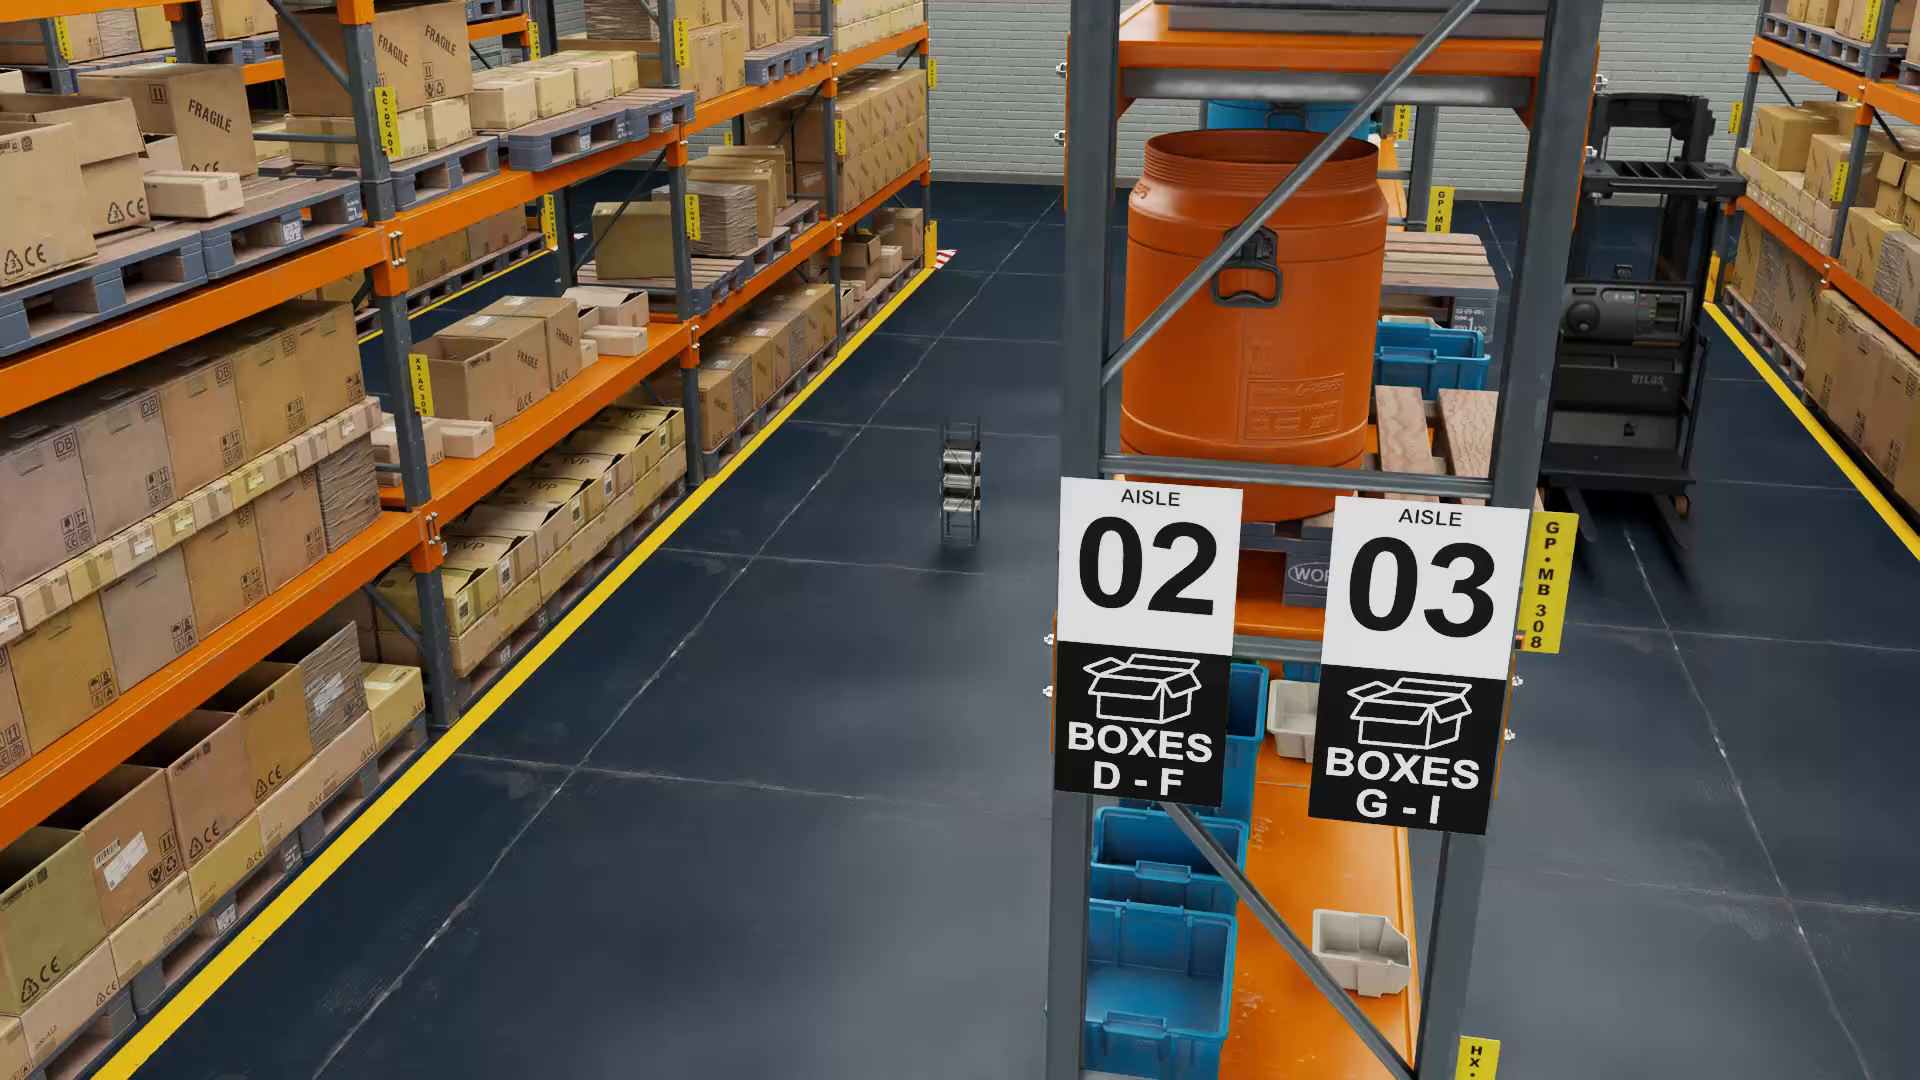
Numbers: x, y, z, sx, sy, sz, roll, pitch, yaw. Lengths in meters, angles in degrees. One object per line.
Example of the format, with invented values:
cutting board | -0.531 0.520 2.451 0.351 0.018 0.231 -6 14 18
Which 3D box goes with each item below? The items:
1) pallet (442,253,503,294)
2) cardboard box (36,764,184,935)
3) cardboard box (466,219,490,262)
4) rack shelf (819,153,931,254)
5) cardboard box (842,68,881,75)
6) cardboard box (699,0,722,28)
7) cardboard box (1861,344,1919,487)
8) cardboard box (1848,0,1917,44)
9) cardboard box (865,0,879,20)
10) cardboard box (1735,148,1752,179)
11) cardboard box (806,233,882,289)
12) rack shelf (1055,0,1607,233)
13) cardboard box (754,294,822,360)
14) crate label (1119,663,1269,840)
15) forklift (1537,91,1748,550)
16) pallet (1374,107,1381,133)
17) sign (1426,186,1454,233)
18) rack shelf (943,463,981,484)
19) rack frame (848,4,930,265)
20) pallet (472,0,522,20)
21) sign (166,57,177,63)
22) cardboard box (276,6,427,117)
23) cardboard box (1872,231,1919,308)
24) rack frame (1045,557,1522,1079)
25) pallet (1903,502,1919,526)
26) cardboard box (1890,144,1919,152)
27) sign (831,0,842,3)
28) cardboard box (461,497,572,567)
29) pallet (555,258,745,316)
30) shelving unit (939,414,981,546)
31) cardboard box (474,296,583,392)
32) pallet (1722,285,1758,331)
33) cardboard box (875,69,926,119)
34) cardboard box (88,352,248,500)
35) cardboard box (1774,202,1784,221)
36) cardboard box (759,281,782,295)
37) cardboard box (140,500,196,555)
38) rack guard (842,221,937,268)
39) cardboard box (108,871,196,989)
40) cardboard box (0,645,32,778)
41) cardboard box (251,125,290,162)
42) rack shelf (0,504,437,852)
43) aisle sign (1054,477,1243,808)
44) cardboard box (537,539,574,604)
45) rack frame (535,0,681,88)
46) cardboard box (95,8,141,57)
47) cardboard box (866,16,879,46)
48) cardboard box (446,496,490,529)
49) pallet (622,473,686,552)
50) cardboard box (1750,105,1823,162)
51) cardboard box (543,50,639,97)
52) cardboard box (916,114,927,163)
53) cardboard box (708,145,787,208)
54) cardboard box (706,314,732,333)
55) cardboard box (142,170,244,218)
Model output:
pallet | -6.051 -3.125 19.332 1.003 0.211 1.213 4 22 11
cardboard box | -3.611 1.252 6.843 0.500 0.500 0.500 4 22 11
cardboard box | -5.962 -3.567 19.479 0.700 0.500 0.500 4 22 9
rack shelf | -1.271 -3.721 18.040 1.077 0.370 4.000 4 22 11
cardboard box | -1.212 -5.154 19.163 0.500 0.500 0.500 5 23 13
cardboard box | -2.192 -4.294 13.013 0.500 0.500 0.500 4 22 11
cardboard box | 7.552 -0.889 12.328 1.225 0.875 0.875 5 22 11
cardboard box | 8.119 -4.536 14.257 0.700 0.500 0.500 3 22 8
cardboard box | -1.123 -5.401 16.765 0.500 0.250 0.500 4 22 11
cardboard box | 8.472 -3.943 17.431 0.500 0.250 0.500 4 22 9
cardboard box | -1.301 -3.057 18.181 0.797 0.503 0.637 4 22 11
rack shelf | 1.129 -1.550 5.156 1.077 0.370 4.000 4 22 11
cardboard box | -1.609 -1.985 15.525 0.500 0.500 0.500 5 22 11
crate label | 0.831 0.734 5.968 0.502 0.435 0.616 4 22 11
forklift | 4.867 -1.672 12.082 1.130 2.935 3.031 4 22 11
pallet | 2.605 -3.057 11.667 1.003 0.211 1.213 4 22 11
sign | 2.073 -1.368 7.208 0.100 0.325 0.005 4 22 11
rack shelf | 0.002 -0.473 11.672 0.258 0.077 0.200 4 22 11
rack frame | -0.863 -4.786 19.722 1.000 3.000 0.127 4 22 11
pallet | -5.854 -6.240 19.437 1.003 0.211 1.213 4 22 11
sign | -3.845 -2.212 8.203 0.100 0.325 0.005 4 22 11
cardboard box | -3.147 -2.484 8.627 0.500 0.500 0.500 5 22 12
cardboard box | 7.475 -2.097 12.911 0.500 0.500 0.500 4 22 10
rack frame | 0.720 1.445 4.252 1.000 3.000 0.127 4 22 11
pallet | 7.436 -0.093 11.801 1.003 0.211 1.213 4 22 11
cardboard box | 8.366 -3.138 14.430 0.500 0.500 0.500 4 22 11
sign | -1.135 -5.096 15.257 0.100 0.325 0.005 4 22 11
cardboard box | -2.772 -0.081 10.407 0.500 0.311 0.500 4 22 9
pallet | -2.426 -2.024 13.122 1.213 0.211 1.003 4 22 11
shelving unit | 0.002 -0.420 11.693 0.258 0.900 0.210 4 22 11
cardboard box | -2.822 -1.292 10.912 0.500 0.500 0.500 3 22 8
pallet | 8.747 -2.438 17.623 1.003 0.211 1.213 4 22 11
cardboard box | -0.685 -5.112 19.060 0.500 0.500 0.500 4 22 10
cardboard box | -3.601 -0.515 7.246 0.700 0.500 0.500 4 22 11
cardboard box | 8.074 -3.150 15.995 0.380 0.149 0.250 5 22 12
cardboard box | -2.017 -2.209 16.081 0.500 0.500 0.500 3 22 8
cardboard box | -3.469 -0.067 7.003 0.380 0.149 0.250 5 23 13
rack guard | -0.879 -3.599 20.120 1.175 0.500 0.348 4 22 11
cardboard box | -3.600 1.601 6.981 0.500 0.250 0.500 4 22 11
cardboard box | -3.918 0.657 6.073 0.700 0.500 0.500 5 22 12
cardboard box | -6.592 -3.678 15.407 0.500 0.250 0.500 5 22 12
rack shelf | -3.720 0.668 7.143 1.077 0.370 4.000 4 22 11
aisle sign | 0.415 0.242 3.757 0.394 0.787 0.004 4 22 11
cardboard box | -2.778 0.178 10.514 0.500 0.250 0.500 4 22 9
rack frame | -2.496 -4.643 11.336 1.000 3.000 0.127 4 22 11
cardboard box | -7.246 -4.258 13.673 0.700 0.500 0.500 3 22 8
cardboard box | -1.128 -5.169 16.859 0.500 0.250 0.500 4 22 11
cardboard box | -3.306 -0.120 10.504 0.500 0.311 0.500 4 22 11
pallet | -2.702 -0.269 12.238 1.003 0.211 1.213 4 22 11
cardboard box | 8.370 -4.108 16.837 0.500 0.500 0.500 4 22 10
cardboard box | -2.533 -3.207 11.424 0.500 0.250 0.500 3 22 7
cardboard box | -0.688 -4.648 19.245 0.500 0.500 0.500 5 23 13
cardboard box | -1.995 -3.408 15.605 0.700 0.500 0.500 -3 22 -7
cardboard box | -2.322 -2.008 14.577 0.500 0.250 0.500 4 22 10
cardboard box | -3.290 -1.470 7.060 0.380 0.149 0.250 4 22 11
